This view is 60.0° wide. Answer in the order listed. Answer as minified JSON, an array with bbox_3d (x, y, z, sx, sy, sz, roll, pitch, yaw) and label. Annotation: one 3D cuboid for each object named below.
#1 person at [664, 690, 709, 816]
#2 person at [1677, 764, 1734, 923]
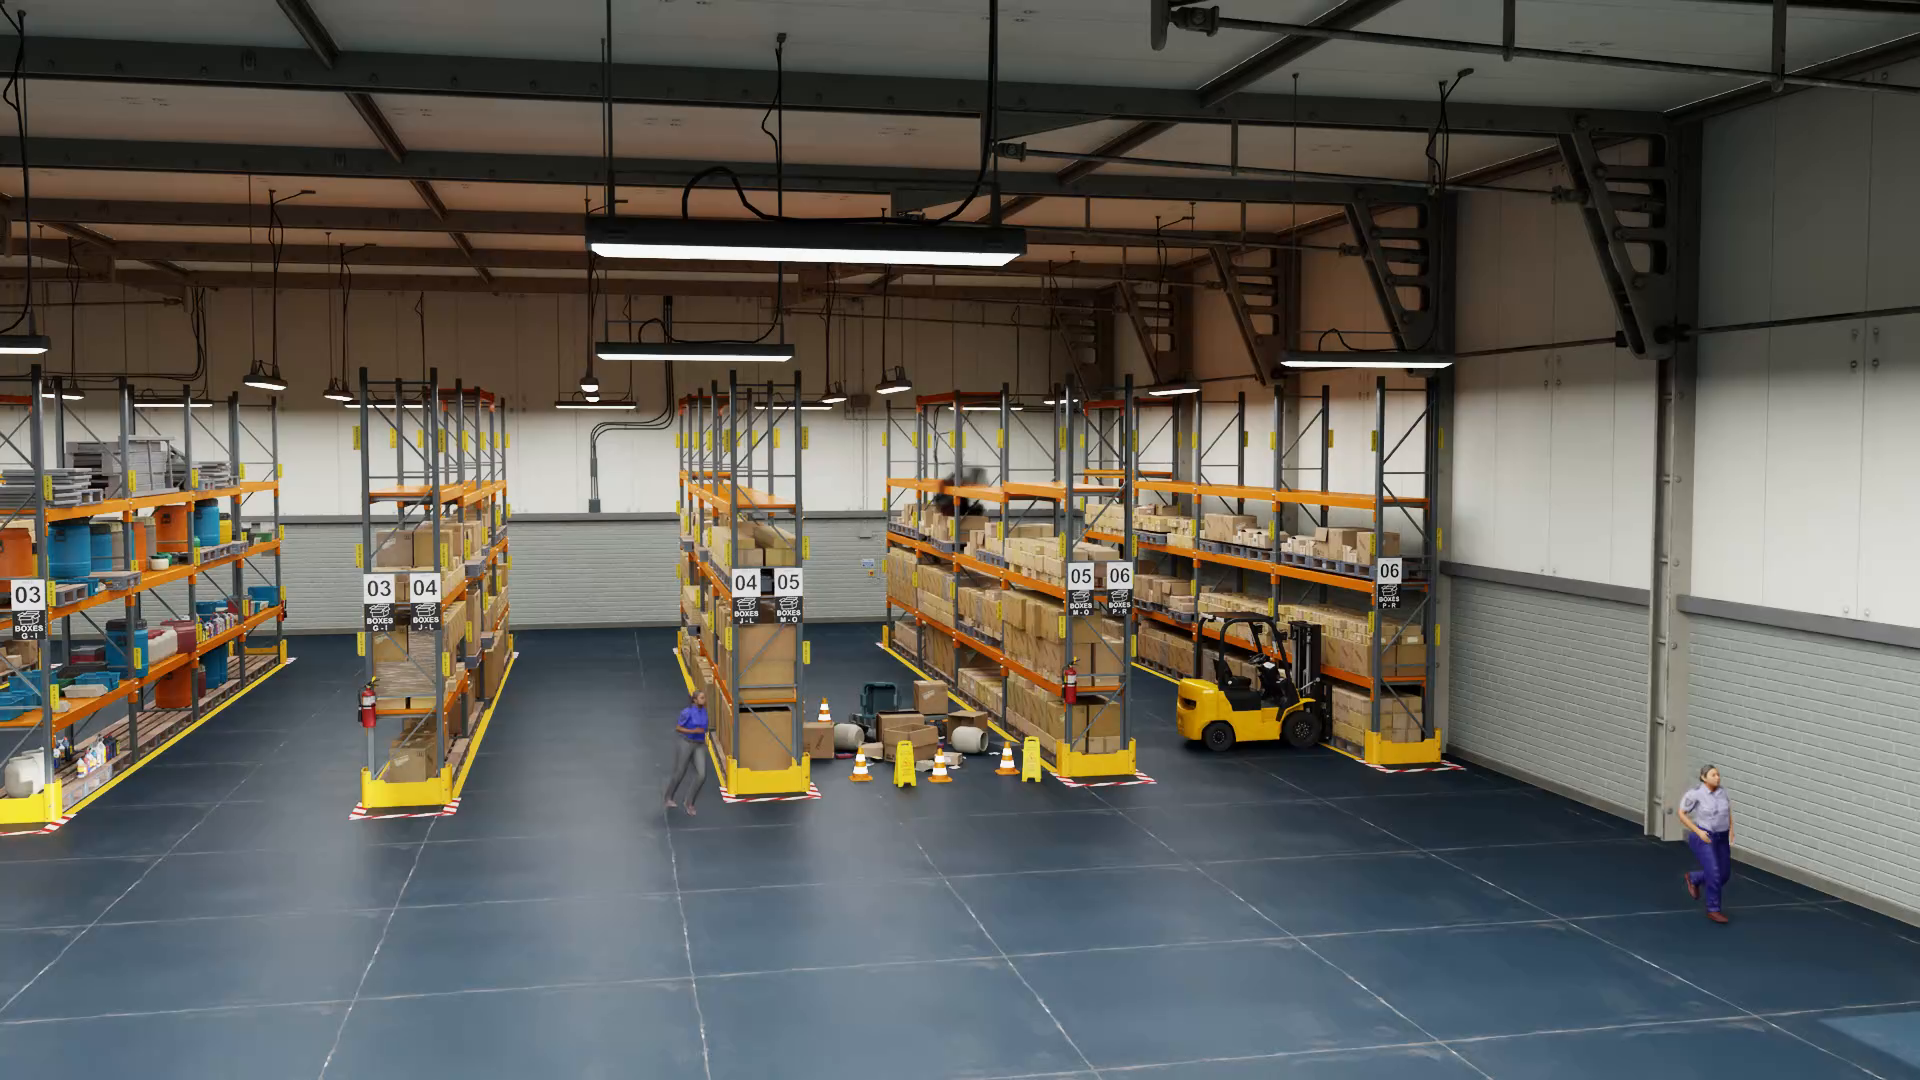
[{"bbox_3d":[-3.613,2.867,22.508,0.610,1.665,0.702,-3,4,-40],"label":"person"},{"bbox_3d":[7.845,3.157,17.489,0.624,1.591,0.714,-1,4,-19],"label":"person"}]
